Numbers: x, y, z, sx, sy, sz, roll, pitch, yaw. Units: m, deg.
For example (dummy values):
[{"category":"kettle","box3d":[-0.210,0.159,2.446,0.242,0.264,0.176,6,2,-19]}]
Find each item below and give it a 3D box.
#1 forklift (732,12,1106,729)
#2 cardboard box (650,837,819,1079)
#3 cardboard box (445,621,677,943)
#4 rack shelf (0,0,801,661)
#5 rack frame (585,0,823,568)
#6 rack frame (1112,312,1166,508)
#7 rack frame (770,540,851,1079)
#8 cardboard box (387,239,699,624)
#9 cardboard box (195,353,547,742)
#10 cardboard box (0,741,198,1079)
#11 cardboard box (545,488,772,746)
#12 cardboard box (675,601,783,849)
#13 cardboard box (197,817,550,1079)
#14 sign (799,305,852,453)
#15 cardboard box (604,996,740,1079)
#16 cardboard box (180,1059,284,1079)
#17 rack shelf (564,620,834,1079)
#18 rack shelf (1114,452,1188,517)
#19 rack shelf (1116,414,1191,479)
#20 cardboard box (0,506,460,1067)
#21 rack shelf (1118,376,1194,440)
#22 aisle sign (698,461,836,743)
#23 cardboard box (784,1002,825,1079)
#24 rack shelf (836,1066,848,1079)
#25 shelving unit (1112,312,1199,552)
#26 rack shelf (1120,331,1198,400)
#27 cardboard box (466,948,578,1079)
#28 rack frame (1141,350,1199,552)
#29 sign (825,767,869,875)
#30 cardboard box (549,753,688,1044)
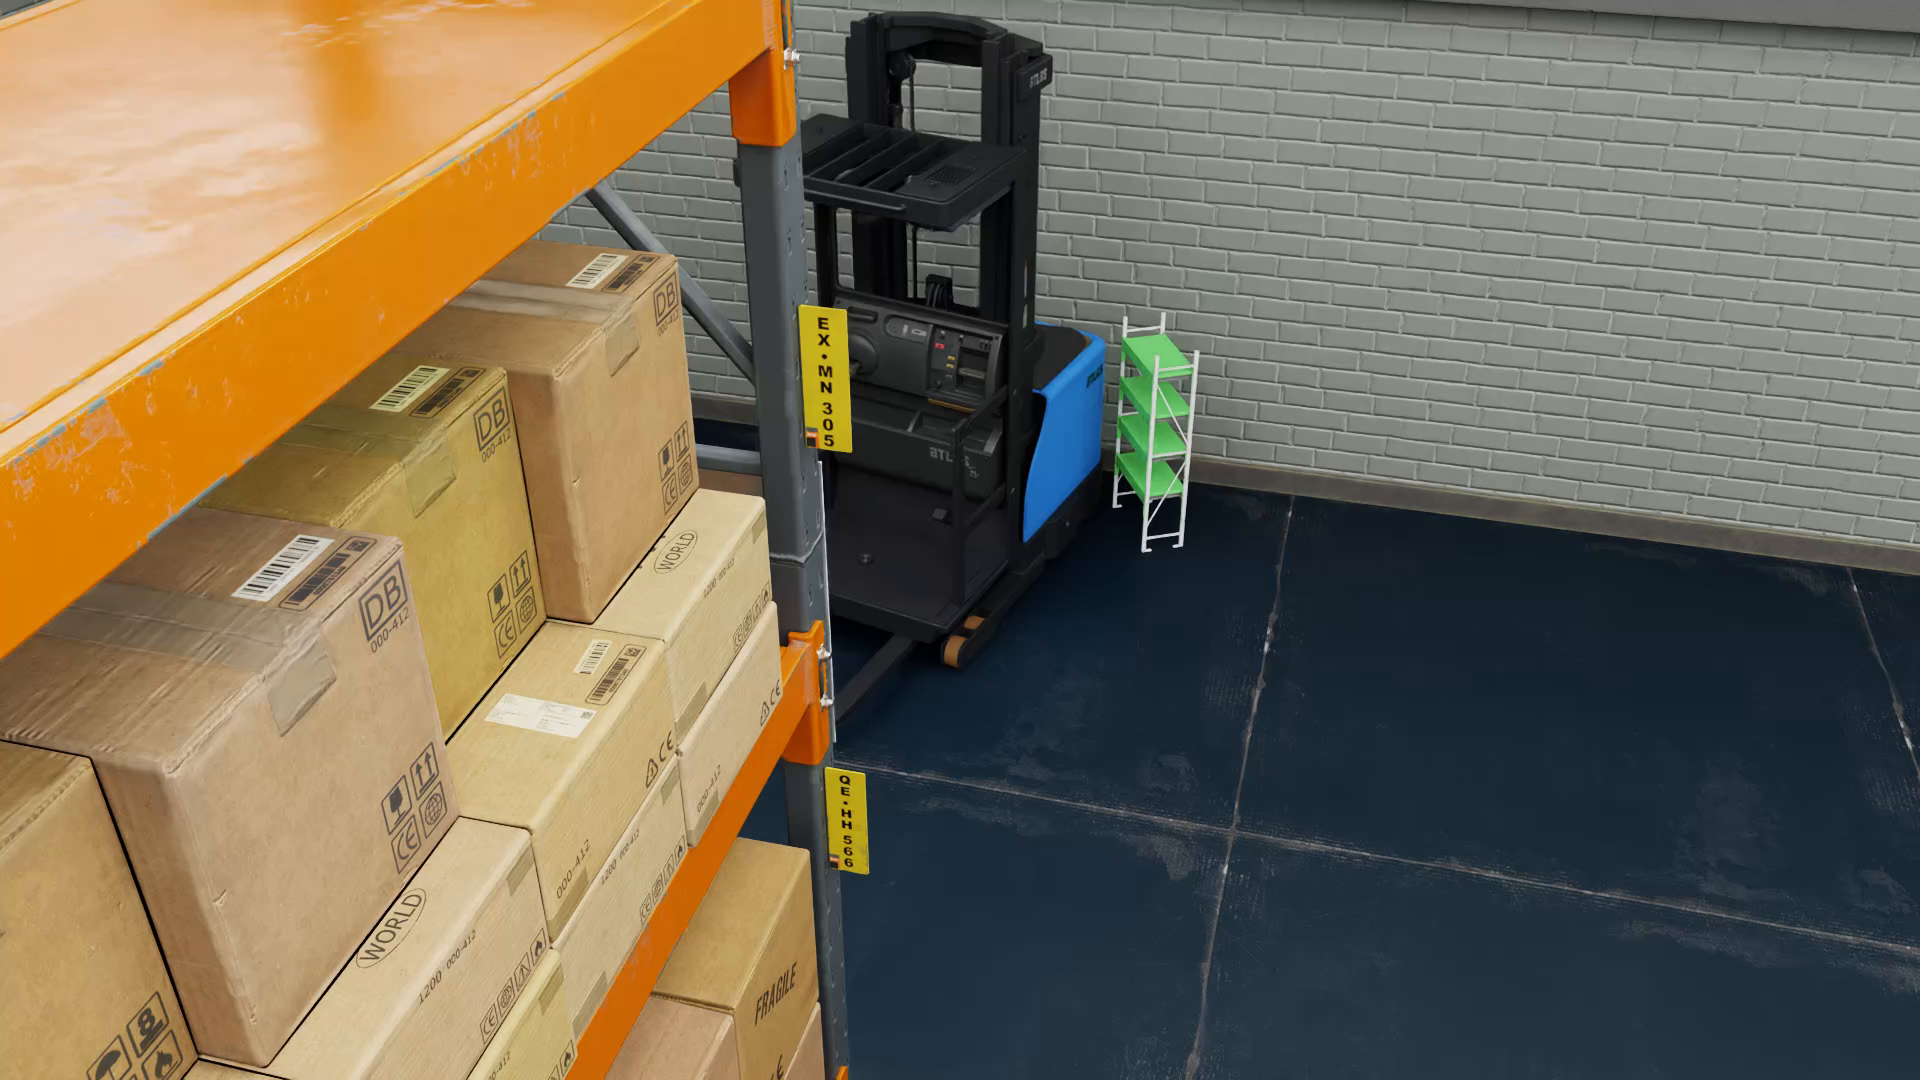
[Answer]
[{"category":"forklift","box3d":[-0.321,-0.870,7.957,1.130,2.935,3.031,16,36,23]},{"category":"cardboard box","box3d":[-0.654,1.030,3.879,0.500,0.500,0.500,8,33,12]},{"category":"cardboard box","box3d":[-0.818,0.373,2.816,0.500,0.250,0.500,8,33,12]},{"category":"rack shelf","box3d":[-1.315,0.036,1.548,1.077,0.370,4.000,8,33,12]},{"category":"rack frame","box3d":[-0.807,-1.306,2.987,1.000,3.000,0.127,8,33,12]},{"category":"rack frame","box3d":[0.999,-0.712,9.321,0.240,1.200,0.015,-8,33,-12]},{"category":"rack frame","box3d":[-0.807,1.225,4.597,1.000,3.000,0.127,8,33,12]},{"category":"cardboard box","box3d":[-0.922,-0.236,3.074,0.700,0.500,0.500,8,33,12]},{"category":"cardboard box","box3d":[-1.131,0.012,2.684,0.700,0.500,0.500,8,33,12]},{"category":"cardboard box","box3d":[-1.371,0.533,1.865,0.700,0.500,0.500,8,33,12]},{"category":"cardboard box","box3d":[-0.691,0.113,3.224,0.500,0.250,0.500,8,33,12]},{"category":"cardboard box","box3d":[-0.683,0.325,3.356,0.500,0.250,0.500,8,33,12]},{"category":"cardboard box","box3d":[-0.948,0.631,2.408,0.500,0.250,0.500,8,33,12]},{"category":"sign","box3d":[-0.276,-0.328,3.419,0.100,0.325,0.005,8,33,12]},{"category":"cardboard box","box3d":[-0.782,1.292,3.467,0.500,0.500,0.500,9,34,14]},{"category":"cardboard box","box3d":[-1.069,0.892,1.999,0.500,0.250,0.500,8,33,12]},{"category":"rack shelf","box3d":[-1.315,1.301,2.352,1.077,0.370,4.000,8,33,12]},{"category":"rack shelf","box3d":[1.061,-0.329,9.285,0.258,0.148,0.480,-8,33,-12]},{"category":"rack shelf","box3d":[1.061,-0.531,9.157,0.258,0.148,0.480,-8,33,-12]},{"category":"cardboard box","box3d":[-1.154,0.286,2.253,0.700,0.500,0.500,8,33,12]},{"category":"rack shelf","box3d":[1.061,-0.734,9.028,0.258,0.148,0.480,-8,33,-12]},{"category":"aisle sign","box3d":[-0.494,0.134,3.889,0.394,0.787,0.004,8,33,12]},{"category":"cardboard box","box3d":[-0.658,1.453,4.146,0.500,0.500,0.500,9,34,14]},{"category":"rack shelf","box3d":[-1.315,2.567,3.157,1.077,0.370,4.000,8,33,12]},{"category":"shelving unit","box3d":[1.061,-0.585,9.122,0.258,1.200,0.503,-8,33,-12]},{"category":"rack shelf","box3d":[1.061,-0.937,8.899,0.258,0.148,0.480,-8,33,-12]},{"category":"cardboard box","box3d":[-0.934,0.844,2.539,0.500,0.250,0.500,8,33,12]},{"category":"rack frame","box3d":[1.123,-0.459,8.923,0.240,1.200,0.015,-8,33,-12]},{"category":"sign","box3d":[-0.276,0.689,4.066,0.100,0.325,0.005,8,33,12]},{"category":"cardboard box","box3d":[-0.820,0.583,2.950,0.500,0.250,0.500,8,33,12]}]
